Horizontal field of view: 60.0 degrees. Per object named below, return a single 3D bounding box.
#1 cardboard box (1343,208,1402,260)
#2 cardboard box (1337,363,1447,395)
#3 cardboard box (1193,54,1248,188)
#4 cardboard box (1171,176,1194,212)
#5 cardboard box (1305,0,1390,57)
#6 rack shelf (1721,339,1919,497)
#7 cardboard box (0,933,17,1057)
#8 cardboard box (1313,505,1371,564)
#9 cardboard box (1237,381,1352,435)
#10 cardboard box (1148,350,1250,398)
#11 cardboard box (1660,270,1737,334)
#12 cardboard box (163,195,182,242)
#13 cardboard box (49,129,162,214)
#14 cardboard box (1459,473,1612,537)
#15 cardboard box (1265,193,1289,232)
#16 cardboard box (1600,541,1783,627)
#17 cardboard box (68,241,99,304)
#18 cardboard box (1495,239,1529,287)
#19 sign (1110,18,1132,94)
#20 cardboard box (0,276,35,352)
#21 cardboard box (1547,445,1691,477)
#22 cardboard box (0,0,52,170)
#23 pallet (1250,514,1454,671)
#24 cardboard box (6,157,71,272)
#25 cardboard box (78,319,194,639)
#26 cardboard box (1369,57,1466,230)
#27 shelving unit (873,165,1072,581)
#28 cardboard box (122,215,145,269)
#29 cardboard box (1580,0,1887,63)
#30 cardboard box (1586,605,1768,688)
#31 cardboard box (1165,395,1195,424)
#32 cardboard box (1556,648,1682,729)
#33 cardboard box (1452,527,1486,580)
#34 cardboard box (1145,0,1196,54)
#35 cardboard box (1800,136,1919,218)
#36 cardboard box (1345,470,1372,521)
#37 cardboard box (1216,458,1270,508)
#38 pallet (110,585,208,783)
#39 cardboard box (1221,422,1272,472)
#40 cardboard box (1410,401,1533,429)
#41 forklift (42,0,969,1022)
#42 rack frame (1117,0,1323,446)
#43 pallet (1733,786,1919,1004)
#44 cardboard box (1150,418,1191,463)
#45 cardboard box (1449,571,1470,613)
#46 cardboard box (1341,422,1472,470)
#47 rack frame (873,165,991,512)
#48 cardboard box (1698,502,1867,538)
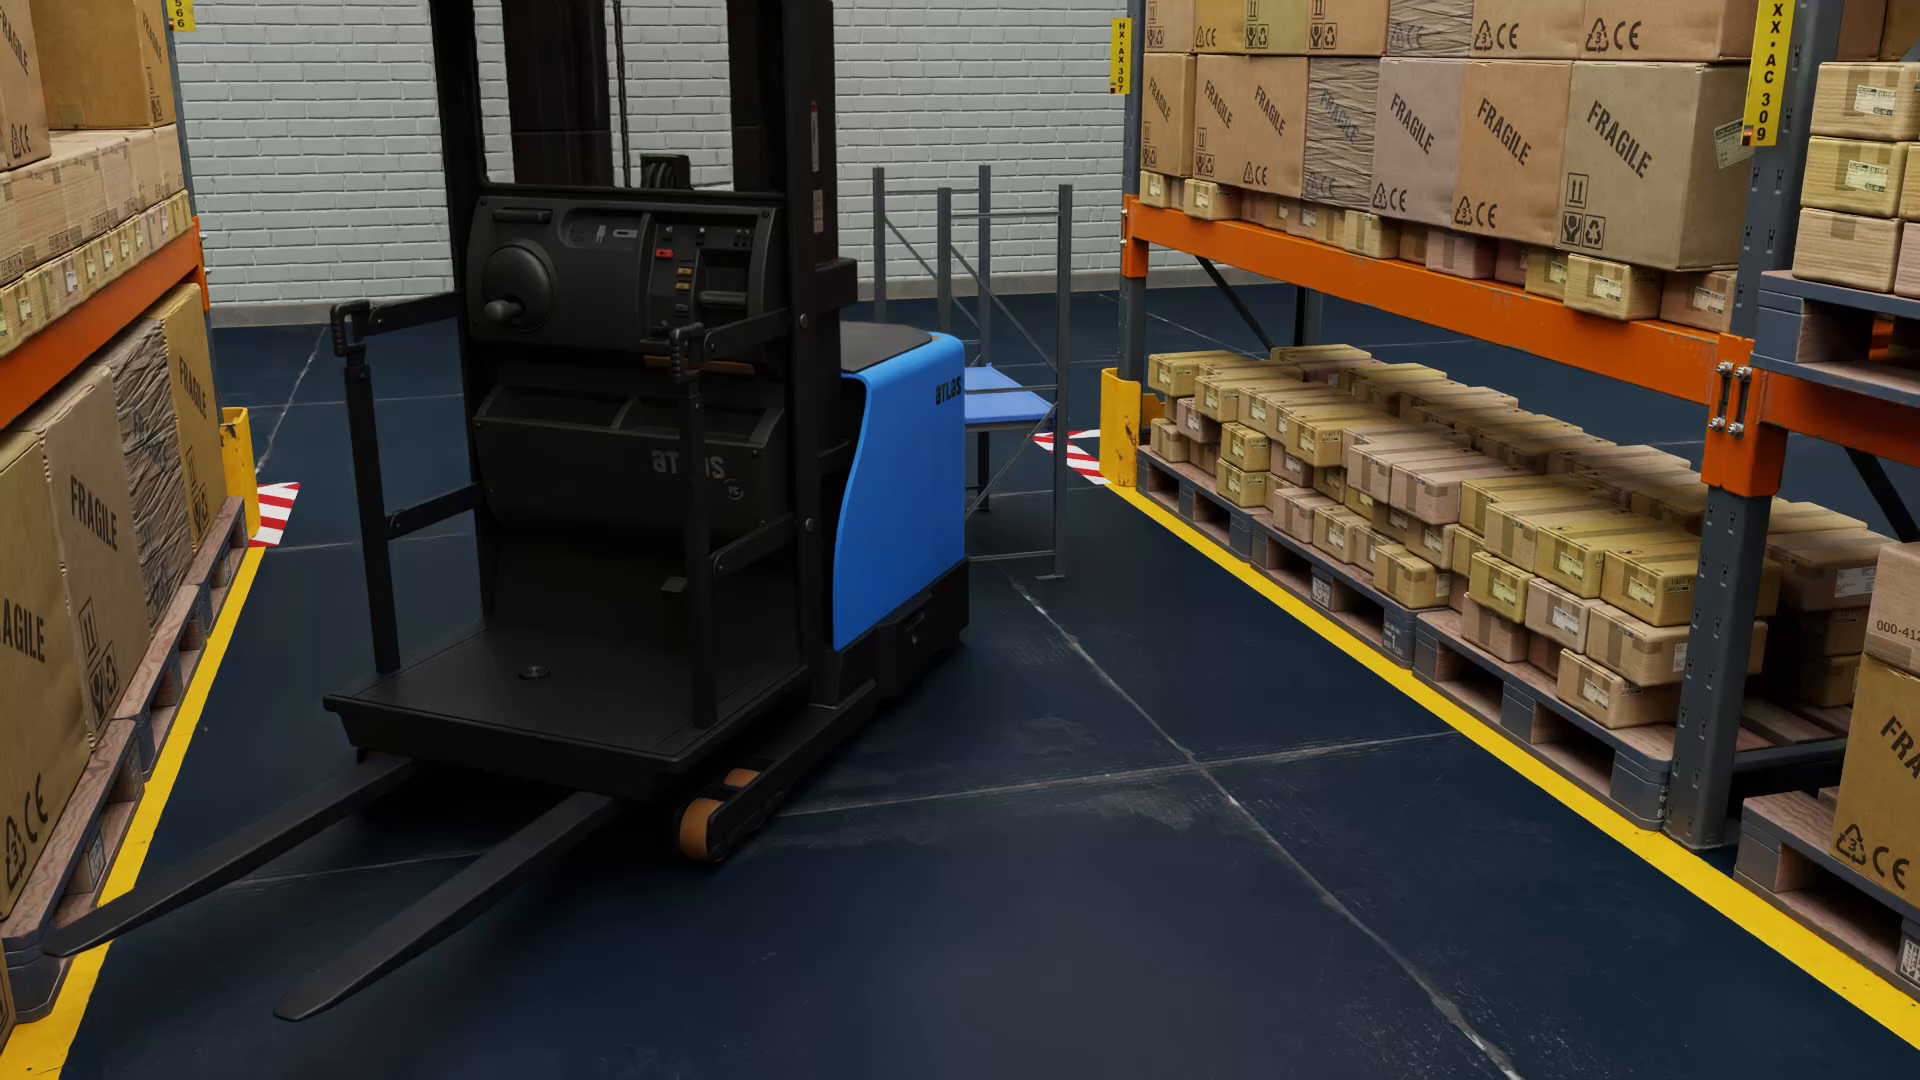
[{"bbox_3d":[1.541,-1.053,5.682,0.380,0.149,0.250,-4,17,-14],"label":"cardboard box"},{"bbox_3d":[1.841,-0.652,7.099,0.380,0.149,0.250,-5,17,-16],"label":"cardboard box"},{"bbox_3d":[1.274,-1.691,6.677,0.500,0.500,0.500,-5,17,-15],"label":"cardboard box"},{"bbox_3d":[1.128,-1.490,7.135,0.380,0.149,0.250,-4,17,-13],"label":"cardboard box"},{"bbox_3d":[1.522,-1.892,5.606,0.500,0.500,0.500,-5,18,-17],"label":"cardboard box"},{"bbox_3d":[2.893,0.211,2.285,1.077,0.370,4.000,-5,17,-15],"label":"rack shelf"},{"bbox_3d":[-2.258,0.670,2.472,1.225,0.875,0.875,-5,17,-15],"label":"cardboard box"},{"bbox_3d":[1.519,-0.032,6.069,0.380,0.149,0.250,-5,17,-15],"label":"cardboard box"},{"bbox_3d":[1.347,-0.533,6.705,0.380,0.149,0.250,-6,18,-18],"label":"cardboard box"},{"bbox_3d":[1.062,-0.742,7.399,0.380,0.149,0.250,-6,18,-18],"label":"cardboard box"},{"bbox_3d":[2.040,-0.627,4.261,0.380,0.149,0.250,-5,17,-16],"label":"cardboard box"},{"bbox_3d":[-3.065,-1.164,6.050,0.380,0.149,0.250,-5,17,-15],"label":"cardboard box"},{"bbox_3d":[-3.025,-1.246,5.630,0.500,0.250,0.500,-5,17,-16],"label":"cardboard box"},{"bbox_3d":[1.816,-0.099,5.258,0.380,0.149,0.250,-4,17,-13],"label":"cardboard box"},{"bbox_3d":[1.404,-1.273,6.414,0.380,0.149,0.250,-5,17,-16],"label":"cardboard box"},{"bbox_3d":[1.996,0.115,4.547,0.380,0.149,0.250,-4,17,-14],"label":"cardboard box"},{"bbox_3d":[-2.645,-0.741,4.642,0.380,0.149,0.250,-5,17,-17],"label":"cardboard box"},{"bbox_3d":[1.844,-0.845,4.987,0.380,0.149,0.250,-5,17,-17],"label":"cardboard box"},{"bbox_3d":[0.723,-2.165,7.439,0.100,0.325,0.005,-5,17,-15],"label":"sign"},{"bbox_3d":[-2.434,-0.528,3.933,0.380,0.149,0.250,-5,17,-17],"label":"cardboard box"},{"bbox_3d":[2.228,-0.213,5.639,0.380,0.149,0.250,-4,17,-14],"label":"cardboard box"},{"bbox_3d":[-2.614,-1.185,4.124,0.500,0.500,0.500,-5,18,-17],"label":"cardboard box"},{"bbox_3d":[1.786,0.128,6.159,1.003,0.211,1.213,-5,17,-15],"label":"pallet"},{"bbox_3d":[-2.610,-0.824,4.226,0.500,0.250,0.500,-4,17,-14],"label":"cardboard box"},{"bbox_3d":[-3.050,-0.190,5.333,0.875,0.875,0.875,-5,17,-15],"label":"cardboard box"},{"bbox_3d":[1.662,-1.270,5.274,0.500,0.500,0.500,-5,17,-16],"label":"cardboard box"},{"bbox_3d":[0.023,-0.695,6.658,0.538,1.500,1.048,-5,17,-15],"label":"shelving unit"},{"bbox_3d":[-2.856,-0.954,5.349,0.380,0.149,0.250,-5,17,-16],"label":"cardboard box"},{"bbox_3d":[1.954,-1.464,4.184,0.500,0.500,0.500,-5,18,-17],"label":"cardboard box"},{"bbox_3d":[1.951,0.273,4.537,0.380,0.149,0.250,-4,17,-14],"label":"cardboard box"},{"bbox_3d":[1.141,-0.606,7.464,0.380,0.149,0.250,-4,17,-13],"label":"cardboard box"},{"bbox_3d":[1.908,0.396,4.645,0.380,0.149,0.250,-4,17,-15],"label":"cardboard box"},{"bbox_3d":[1.800,0.050,5.281,0.380,0.149,0.250,-5,17,-15],"label":"cardboard box"},{"bbox_3d":[1.112,-2.317,7.023,0.500,0.500,0.500,-5,17,-16],"label":"cardboard box"},{"bbox_3d":[2.010,-0.764,3.473,0.380,0.149,0.250,-4,17,-14],"label":"cardboard box"},{"bbox_3d":[1.624,-0.172,6.020,0.380,0.149,0.250,-4,17,-13],"label":"cardboard box"},{"bbox_3d":[1.271,-0.245,6.779,0.380,0.149,0.250,-4,17,-15],"label":"cardboard box"},{"bbox_3d":[-2.926,0.459,5.059,1.003,0.211,1.213,-5,17,-15],"label":"pallet"},{"bbox_3d":[1.281,-0.385,6.730,0.380,0.149,0.250,-4,17,-14],"label":"cardboard box"},{"bbox_3d":[1.944,-0.423,6.339,0.380,0.149,0.250,-5,18,-17],"label":"cardboard box"},{"bbox_3d":[-0.995,-0.720,4.254,1.130,2.935,3.031,7,18,21],"label":"forklift"},{"bbox_3d":[1.244,-1.793,7.707,1.000,3.000,0.127,-5,17,-15],"label":"rack frame"},{"bbox_3d":[2.559,0.864,3.708,1.003,0.211,1.213,-5,17,-15],"label":"pallet"},{"bbox_3d":[1.081,-0.458,7.490,0.380,0.149,0.250,-4,17,-14],"label":"cardboard box"},{"bbox_3d":[1.827,0.167,5.407,0.380,0.149,0.250,-5,17,-17],"label":"cardboard box"},{"bbox_3d":[1.603,-0.317,5.986,0.380,0.149,0.250,-5,17,-15],"label":"cardboard box"},{"bbox_3d":[-0.116,-0.835,7.126,0.500,1.500,0.032,-5,17,-15],"label":"rack frame"},{"bbox_3d":[2.429,0.000,4.929,0.380,0.149,0.250,-4,17,-13],"label":"cardboard box"}]
